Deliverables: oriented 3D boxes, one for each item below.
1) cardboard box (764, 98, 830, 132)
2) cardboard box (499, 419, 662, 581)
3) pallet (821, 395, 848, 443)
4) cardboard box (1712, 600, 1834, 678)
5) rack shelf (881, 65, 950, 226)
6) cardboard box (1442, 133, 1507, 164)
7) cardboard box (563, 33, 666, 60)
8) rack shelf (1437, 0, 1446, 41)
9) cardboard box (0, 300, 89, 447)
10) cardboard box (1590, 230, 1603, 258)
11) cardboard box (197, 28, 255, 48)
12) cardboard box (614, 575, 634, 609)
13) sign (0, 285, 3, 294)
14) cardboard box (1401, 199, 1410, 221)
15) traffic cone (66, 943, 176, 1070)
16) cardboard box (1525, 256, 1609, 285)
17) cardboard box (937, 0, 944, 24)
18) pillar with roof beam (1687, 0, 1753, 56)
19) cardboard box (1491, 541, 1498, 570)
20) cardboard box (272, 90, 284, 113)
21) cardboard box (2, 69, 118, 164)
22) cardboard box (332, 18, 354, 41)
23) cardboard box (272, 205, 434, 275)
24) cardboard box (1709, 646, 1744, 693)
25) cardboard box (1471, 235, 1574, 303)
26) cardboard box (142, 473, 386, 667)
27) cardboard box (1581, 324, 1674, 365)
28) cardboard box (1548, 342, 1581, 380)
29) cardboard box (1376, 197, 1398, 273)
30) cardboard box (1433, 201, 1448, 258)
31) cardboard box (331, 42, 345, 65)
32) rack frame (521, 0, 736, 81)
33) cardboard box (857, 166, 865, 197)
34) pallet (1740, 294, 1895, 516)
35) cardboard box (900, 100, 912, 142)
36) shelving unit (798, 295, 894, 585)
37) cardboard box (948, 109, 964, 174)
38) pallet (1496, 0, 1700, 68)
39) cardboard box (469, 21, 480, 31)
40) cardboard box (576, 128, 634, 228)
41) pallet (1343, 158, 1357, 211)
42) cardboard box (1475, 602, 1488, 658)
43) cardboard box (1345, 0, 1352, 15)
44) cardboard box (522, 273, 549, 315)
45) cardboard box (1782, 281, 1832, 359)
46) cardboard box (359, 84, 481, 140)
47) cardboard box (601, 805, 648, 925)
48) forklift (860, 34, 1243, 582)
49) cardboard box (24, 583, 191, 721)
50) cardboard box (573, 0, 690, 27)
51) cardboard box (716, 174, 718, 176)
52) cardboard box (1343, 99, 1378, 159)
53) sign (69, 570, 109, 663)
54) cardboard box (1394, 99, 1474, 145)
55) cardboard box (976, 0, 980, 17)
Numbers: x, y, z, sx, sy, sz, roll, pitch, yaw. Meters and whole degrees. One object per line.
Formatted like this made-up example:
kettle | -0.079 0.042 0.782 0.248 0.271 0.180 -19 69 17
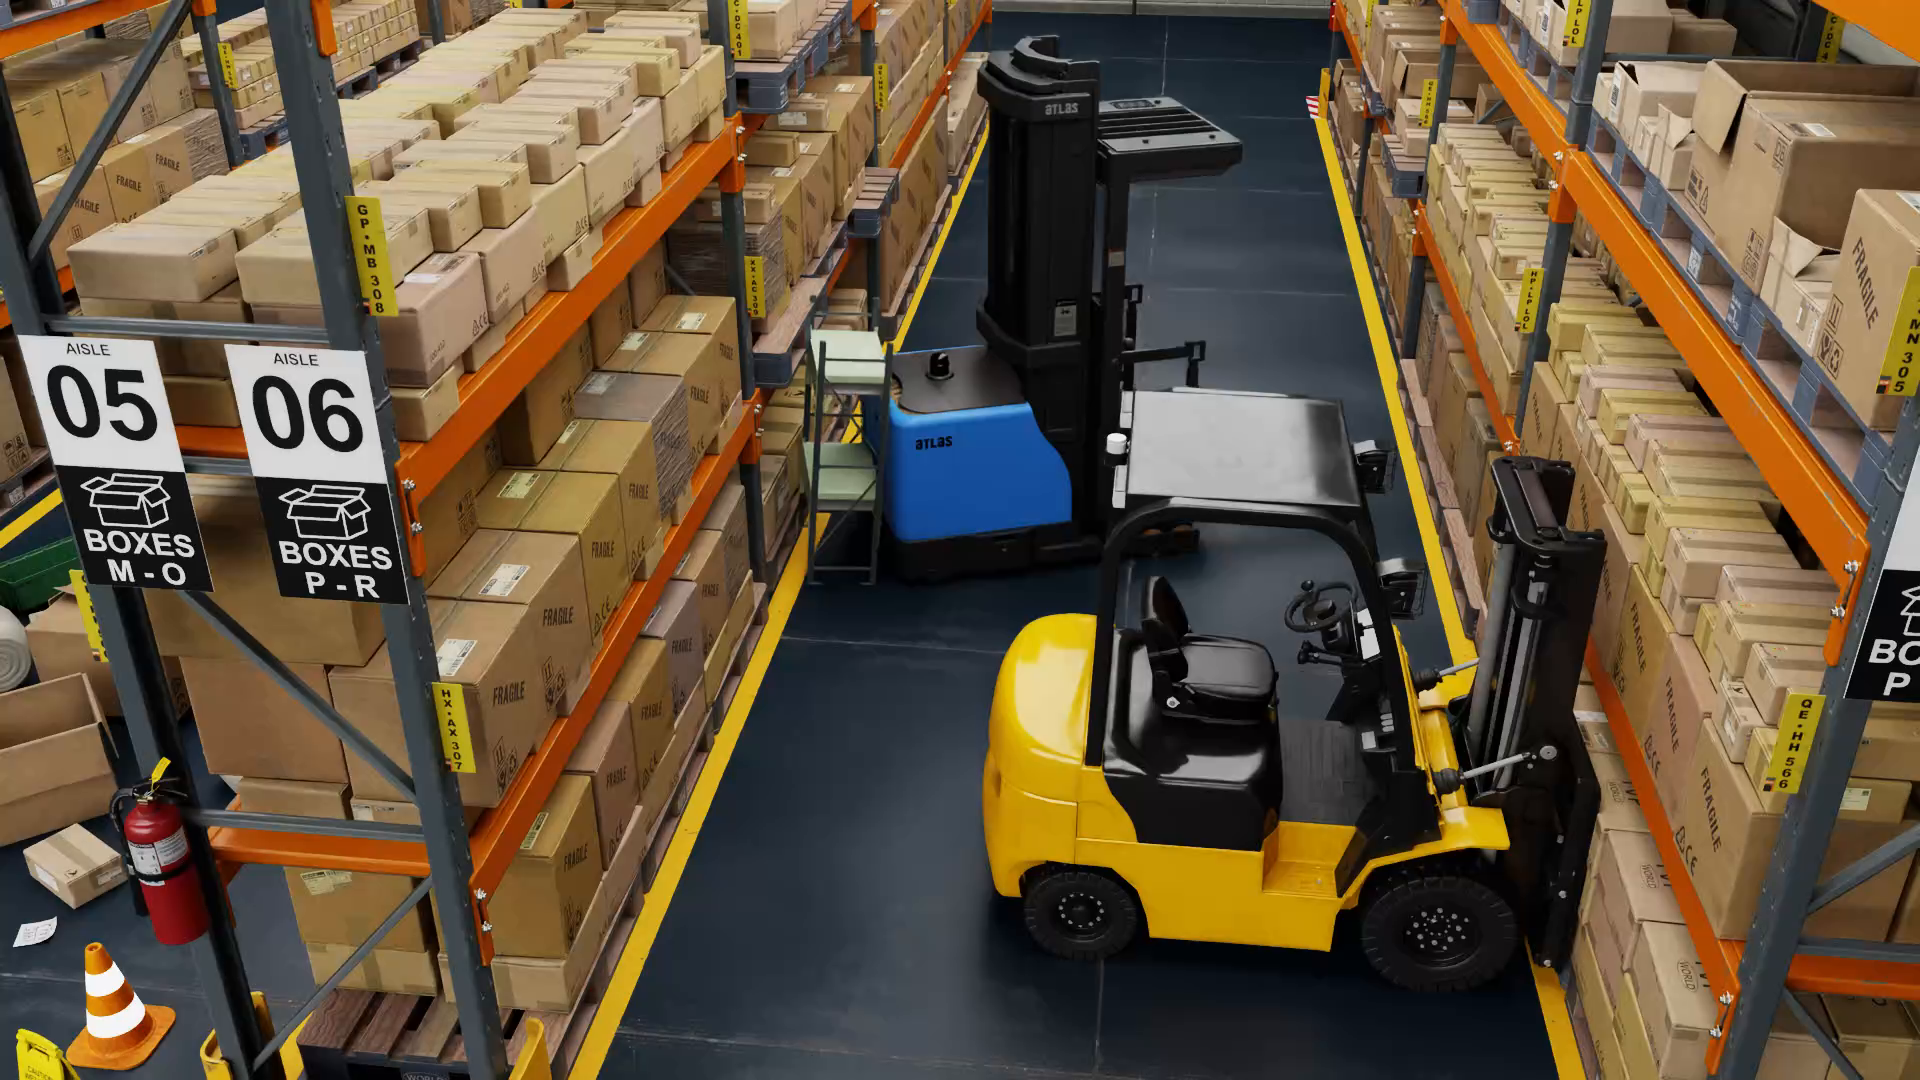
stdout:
cardboard box | -1.034 -2.697 10.548 0.380 0.149 0.250 2 28 4
cardboard box | -1.585 -0.178 6.999 0.500 0.500 0.500 3 28 5
pallet | -1.363 -0.670 11.272 1.003 0.211 1.213 3 28 6
cardboard box | 2.672 0.330 5.372 0.380 0.149 0.250 4 29 7
rack shelf | -0.868 -3.463 14.274 1.077 0.370 4.000 3 28 6
cardboard box | 3.451 -2.623 11.166 0.380 0.149 0.250 4 29 7
cardboard box | -1.502 -2.110 7.266 0.380 0.149 0.250 4 29 7
rack shelf | 4.058 -4.497 13.030 1.077 0.370 4.000 3 28 6
cardboard box | -6.420 -1.141 11.135 1.050 0.750 0.750 3 28 6
cardboard box | 3.762 -1.629 9.322 0.380 0.149 0.250 3 28 6
cardboard box | -6.273 -4.281 14.228 0.380 0.149 0.250 5 29 9
cardboard box | -1.607 0.159 7.056 0.380 0.149 0.250 3 28 5
sign | -2.642 -0.825 4.522 0.100 0.325 0.005 3 28 6
cardboard box | 3.809 -2.660 13.533 0.380 0.149 0.250 3 28 5
traffic cone | -3.321 1.767 6.483 0.336 0.463 0.334 3 28 6
cardboard box | 3.241 -1.407 8.909 0.380 0.149 0.250 3 28 6
cardboard box | -0.429 -4.981 15.173 0.500 0.500 0.500 4 29 8
pillar with roof beam | 0.276 -4.777 9.629 9.100 9.000 0.400 3 28 6
cardboard box | 2.953 0.126 8.255 0.500 0.250 0.500 3 28 5
cardboard box | -5.718 -3.605 13.601 0.380 0.149 0.250 5 29 9
cardboard box | -6.225 -2.872 11.259 0.700 0.500 0.500 3 28 5
cardboard box | -5.564 -4.484 14.605 0.380 0.149 0.250 2 28 4
cardboard box | -1.832 -0.909 5.036 0.380 0.149 0.250 3 28 6
cardboard box | 2.692 0.464 5.436 0.380 0.149 0.250 4 29 7
cardboard box | 3.254 -1.552 9.599 0.500 0.250 0.500 4 29 7
cardboard box | -2.248 0.059 5.504 0.700 0.500 0.500 3 28 5
cardboard box | 3.065 -0.867 7.594 0.380 0.149 0.250 4 29 7
cardboard box | 3.023 -0.864 7.901 0.380 0.149 0.250 3 28 5
cardboard box | 3.830 -2.575 14.059 0.500 0.500 0.500 2 28 4
cardboard box | 3.450 -2.055 11.059 0.500 0.250 0.500 3 28 5
cardboard box | -5.594 -4.233 14.453 0.380 0.149 0.250 4 29 8
rack frame | -1.603 -3.597 7.438 1.000 3.000 0.127 3 28 6
cardboard box | -0.867 -2.493 11.537 0.380 0.149 0.250 3 28 6
pallet | 2.945 -0.399 4.758 1.003 0.211 1.213 3 28 6
cardboard box | -0.688 -3.477 13.700 0.500 0.250 0.500 4 29 8
shelving unit | -0.682 -0.577 9.675 0.431 1.500 0.755 1 28 -10
cardboard box | -0.440 -4.067 16.896 0.875 0.438 0.875 3 28 5
pallet | 3.685 -2.938 9.577 1.003 0.211 1.213 5 29 9
cardboard box | -5.211 -5.347 17.277 0.380 0.149 0.250 2 28 4
cardboard box | -1.575 -1.400 6.369 0.500 0.250 0.500 4 29 7
pallet | 4.389 -3.530 16.580 1.003 0.211 1.213 3 28 6
cardboard box | 2.935 0.565 8.494 0.500 0.250 0.500 4 29 7
cardboard box | 4.350 -5.708 17.528 0.500 0.250 0.500 3 28 5
cardboard box | -1.686 -0.915 5.887 0.380 0.149 0.250 2 28 5
cardboard box | 2.633 -0.632 4.815 0.380 0.149 0.250 3 28 5
cardboard box | -2.074 -1.651 6.413 0.380 0.149 0.250 4 29 7
cardboard box | -1.650 1.350 7.039 0.500 0.250 0.500 4 29 8
forklift | 0.955 -1.423 9.800 3.031 2.935 1.130 -8 29 -14
cardboard box | -4.285 0.552 8.552 0.797 0.637 0.503 3 28 6
cardboard box | -1.676 -2.678 8.611 0.500 0.250 0.500 3 28 5
cardboard box | -1.646 -2.022 9.979 0.500 0.500 0.500 4 29 8
cardboard box | 4.354 -4.231 17.133 0.700 0.500 0.500 2 28 4
sign | -2.642 0.237 5.094 0.100 0.325 0.005 3 28 6
cardboard box | 3.621 -3.186 12.716 0.500 0.250 0.500 2 28 4
cardboard box | -0.059 -5.928 17.985 0.500 0.500 0.500 4 29 8
